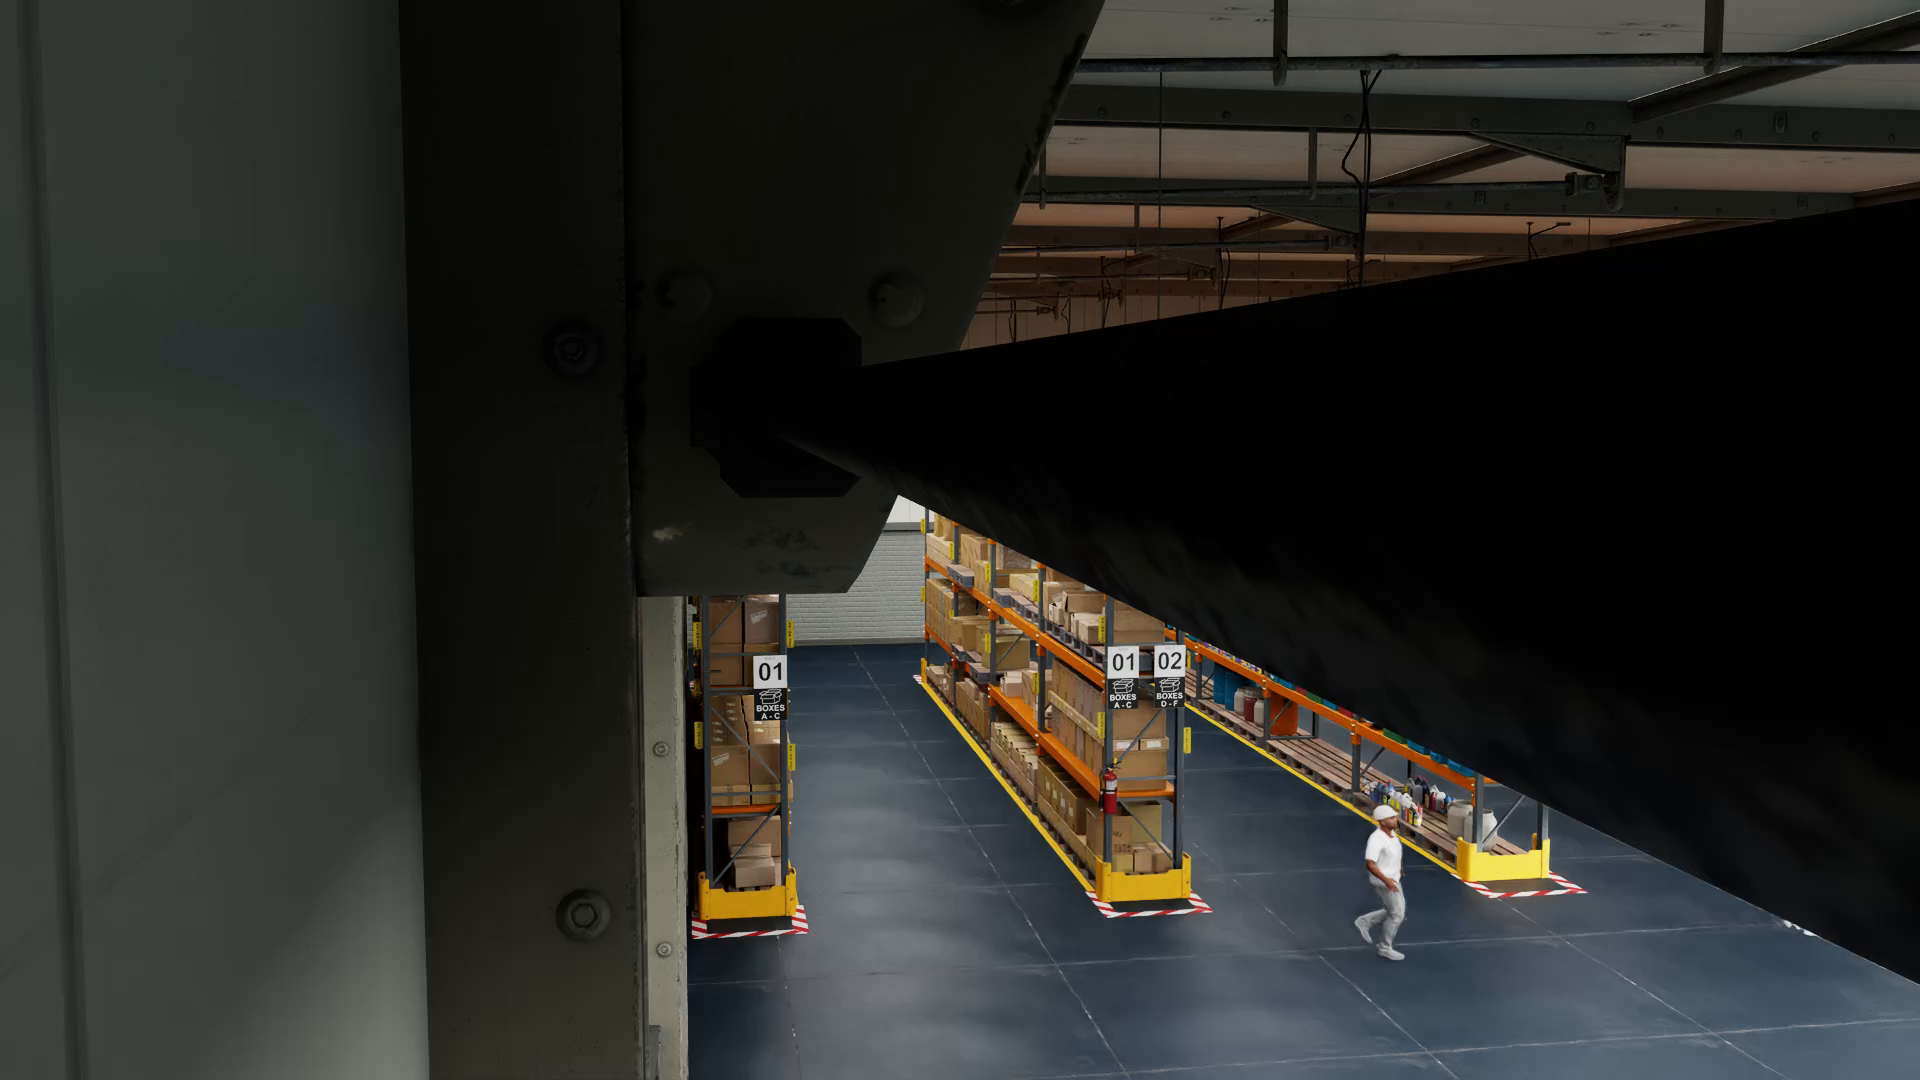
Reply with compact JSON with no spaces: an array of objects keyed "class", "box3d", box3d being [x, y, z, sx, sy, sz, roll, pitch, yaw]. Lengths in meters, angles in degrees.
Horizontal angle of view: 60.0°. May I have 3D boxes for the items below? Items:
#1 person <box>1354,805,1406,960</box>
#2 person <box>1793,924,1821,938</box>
[{"class":"person","box3d":[4.735,3.828,18.718,0.582,1.735,0.693,2,6,25]},{"class":"person","box3d":[9.982,3.816,19.418,0.605,1.639,0.560,2,5,22]}]
